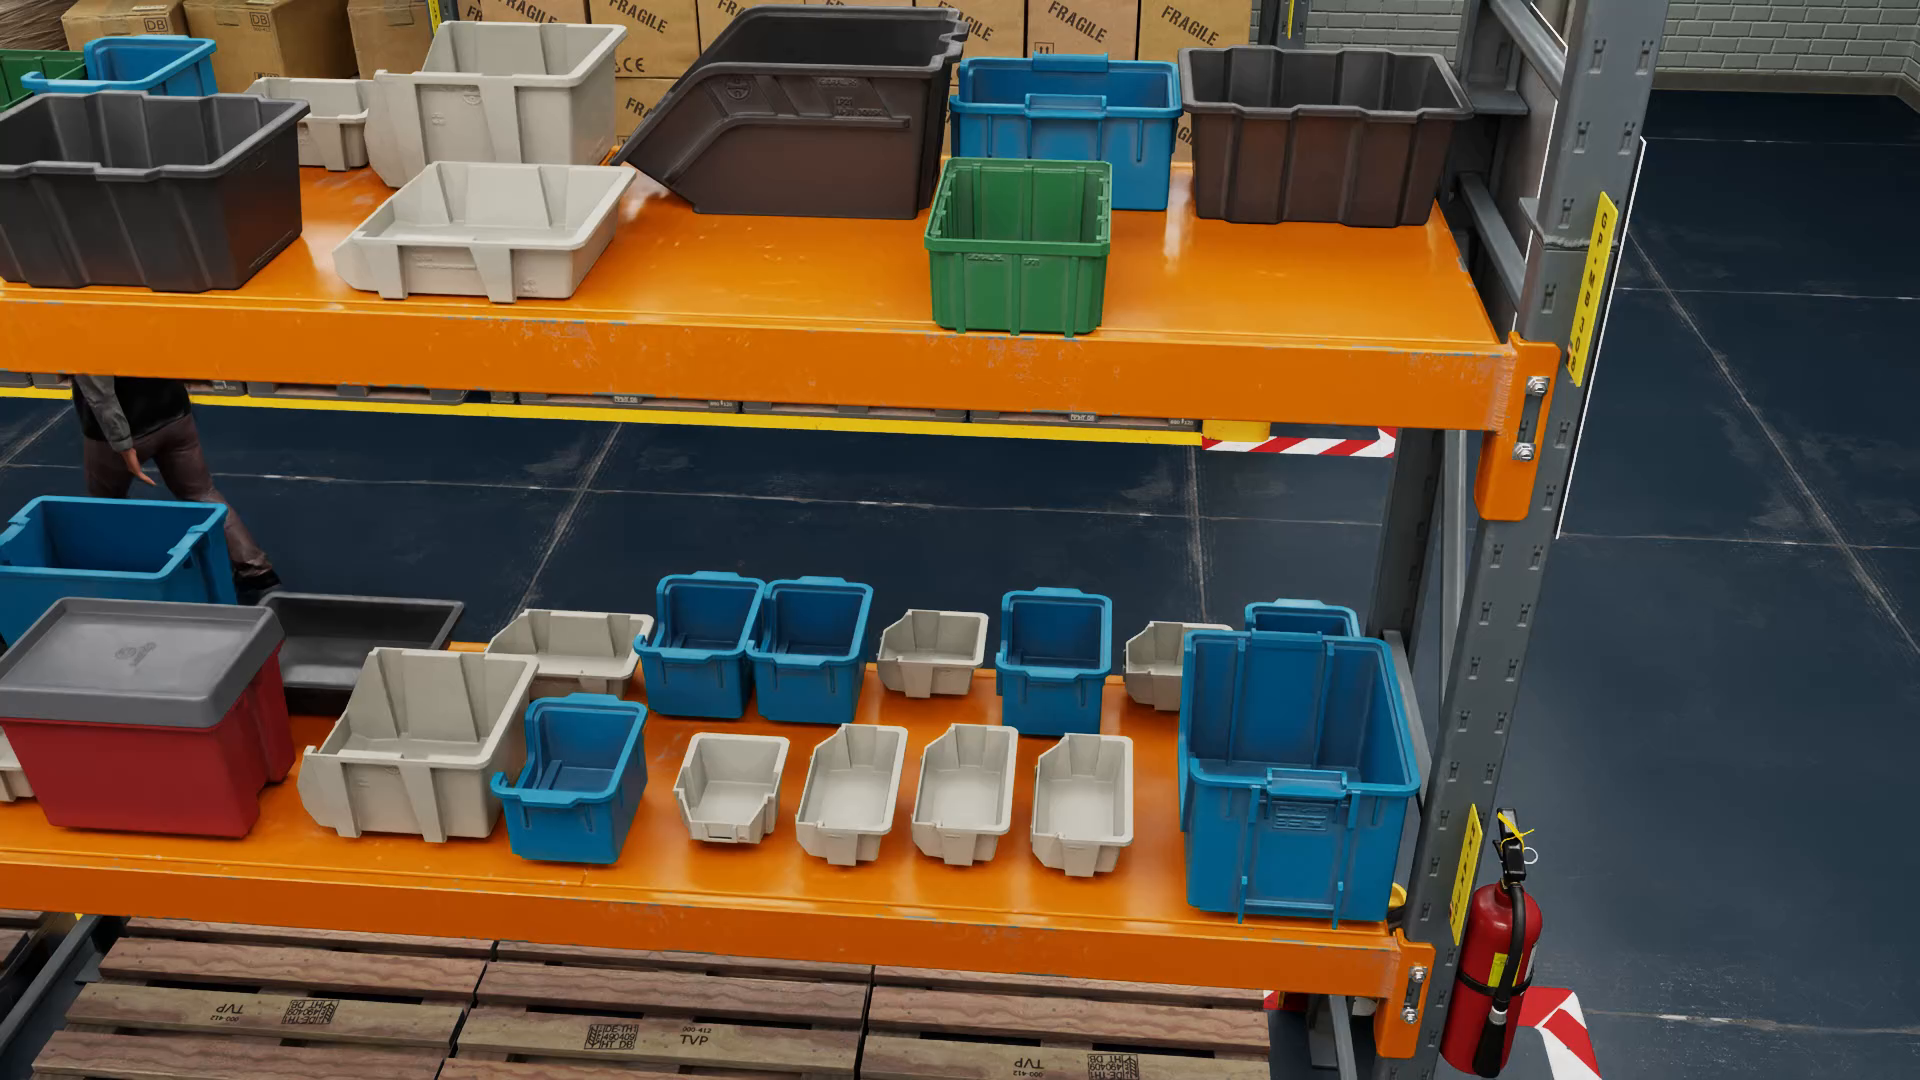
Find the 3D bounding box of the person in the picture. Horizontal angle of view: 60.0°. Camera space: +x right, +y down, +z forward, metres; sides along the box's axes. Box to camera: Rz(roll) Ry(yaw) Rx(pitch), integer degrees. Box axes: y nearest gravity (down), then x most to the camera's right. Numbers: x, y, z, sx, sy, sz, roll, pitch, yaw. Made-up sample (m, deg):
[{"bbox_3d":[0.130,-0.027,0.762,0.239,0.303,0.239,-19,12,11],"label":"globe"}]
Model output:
[{"bbox_3d":[-3.421,-0.489,6.961,1.006,1.677,0.528,16,35,24],"label":"person"}]
